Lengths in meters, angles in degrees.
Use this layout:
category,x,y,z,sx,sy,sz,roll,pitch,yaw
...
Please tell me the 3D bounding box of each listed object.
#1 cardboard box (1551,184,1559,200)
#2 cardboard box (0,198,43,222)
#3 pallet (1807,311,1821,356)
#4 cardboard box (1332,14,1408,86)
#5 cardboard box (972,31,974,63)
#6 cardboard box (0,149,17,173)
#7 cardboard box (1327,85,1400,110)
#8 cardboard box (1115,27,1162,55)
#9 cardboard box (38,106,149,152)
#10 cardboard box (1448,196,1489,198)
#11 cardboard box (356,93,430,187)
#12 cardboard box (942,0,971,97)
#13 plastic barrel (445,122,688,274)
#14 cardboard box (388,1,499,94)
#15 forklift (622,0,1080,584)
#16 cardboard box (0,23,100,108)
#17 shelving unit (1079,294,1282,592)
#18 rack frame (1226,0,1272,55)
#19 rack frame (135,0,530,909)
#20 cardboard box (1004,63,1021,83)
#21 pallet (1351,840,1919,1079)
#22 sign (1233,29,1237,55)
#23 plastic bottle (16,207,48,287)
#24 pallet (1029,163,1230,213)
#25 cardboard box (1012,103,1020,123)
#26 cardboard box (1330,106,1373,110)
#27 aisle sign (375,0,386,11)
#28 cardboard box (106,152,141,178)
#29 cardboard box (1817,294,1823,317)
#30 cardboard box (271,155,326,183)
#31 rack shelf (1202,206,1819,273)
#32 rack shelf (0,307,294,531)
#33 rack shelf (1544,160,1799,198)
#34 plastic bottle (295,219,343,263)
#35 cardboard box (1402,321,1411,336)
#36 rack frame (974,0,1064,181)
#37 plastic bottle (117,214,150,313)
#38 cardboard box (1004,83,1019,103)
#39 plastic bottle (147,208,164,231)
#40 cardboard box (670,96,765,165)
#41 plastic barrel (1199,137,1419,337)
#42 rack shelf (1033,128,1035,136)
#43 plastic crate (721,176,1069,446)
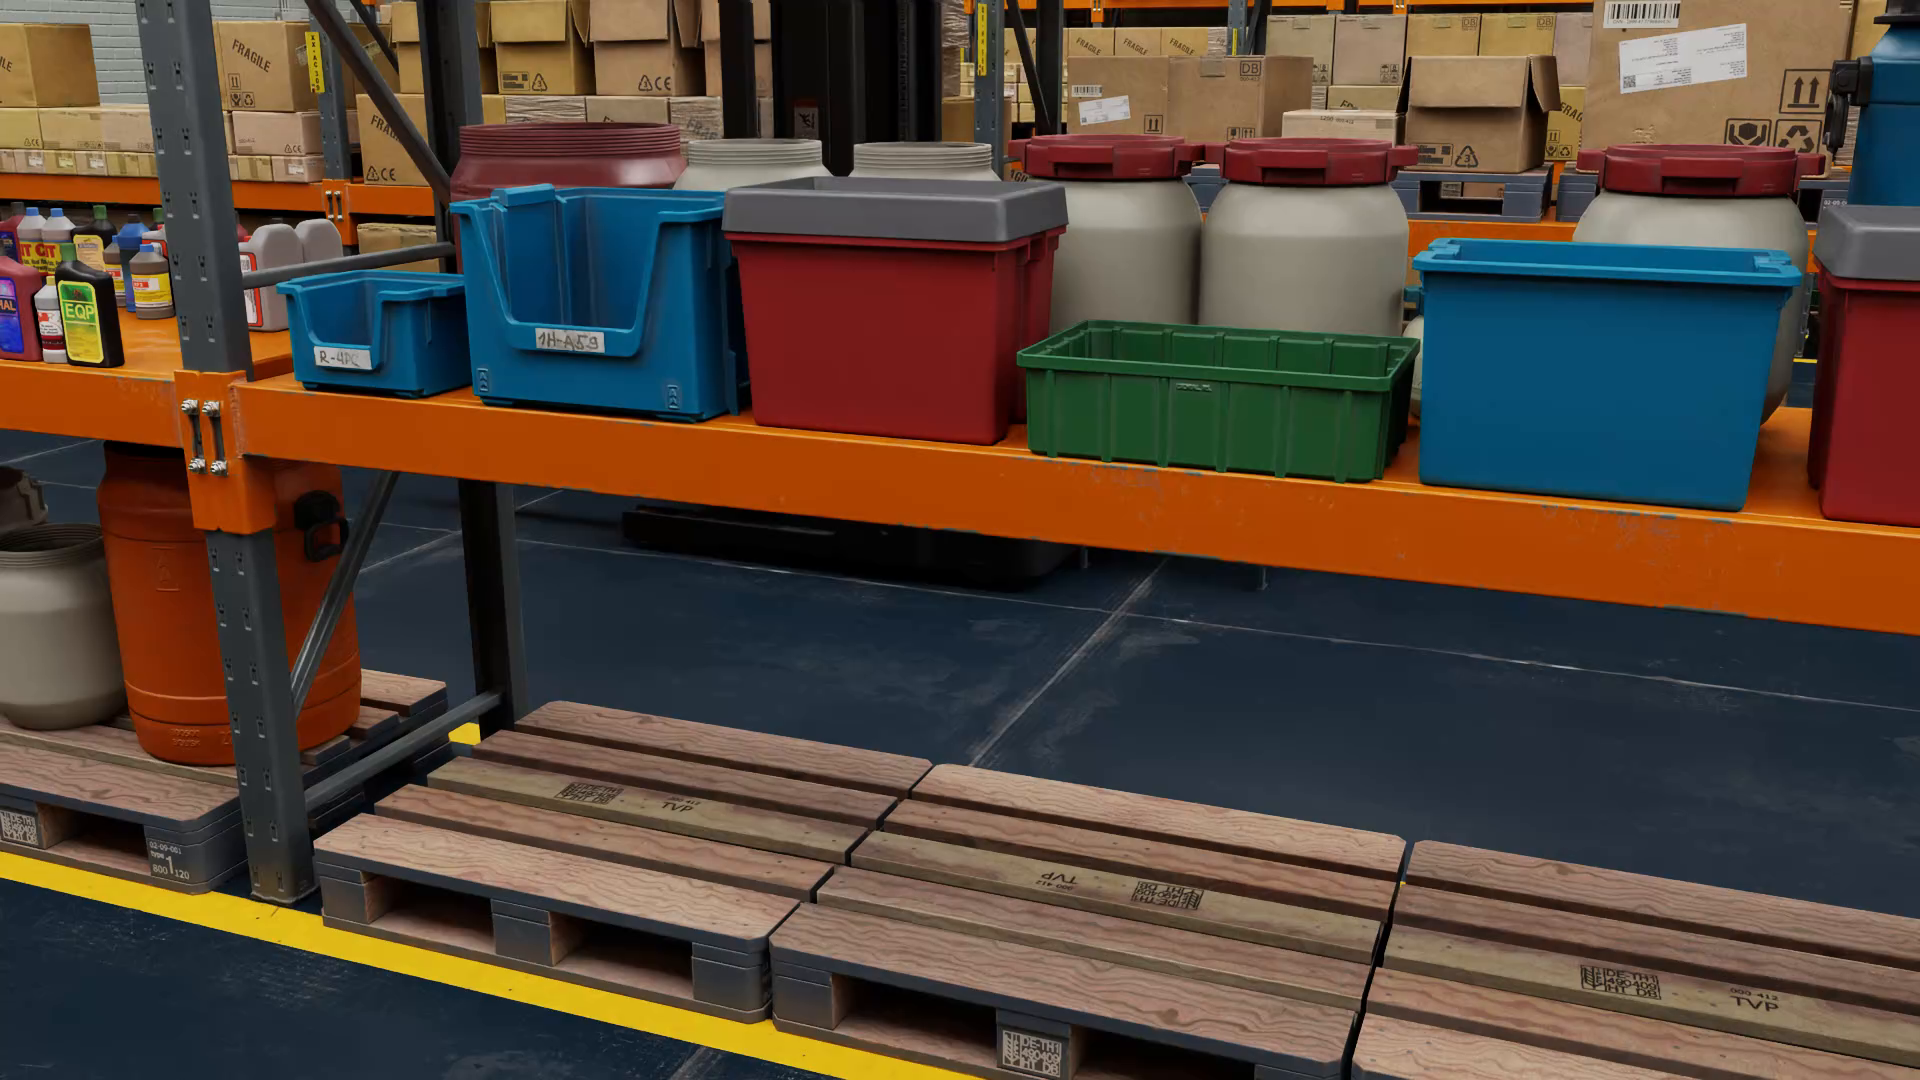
category,x,y,z,sx,sy,sz,roll,pitch,yaw
cardboard box,7.573,-4.678,21.413,0.625,0.625,0.875,6,17,18
cardboard box,-6.511,-1.915,11.446,0.875,0.875,0.875,6,17,21
pallet,6.620,-1.389,11.580,1.213,0.211,1.003,6,17,21
cardboard box,3.105,-3.664,12.442,0.500,0.500,0.700,6,17,20
cardboard box,-0.132,-5.579,19.037,0.500,0.500,0.500,6,17,21
cardboard box,-5.970,-2.431,10.617,0.250,0.149,0.380,6,17,20
cardboard box,3.013,-3.116,12.349,0.500,0.500,0.500,6,17,20
cardboard box,1.958,-5.200,17.731,0.500,0.500,0.500,6,17,20
cardboard box,-5.349,-2.574,10.395,0.500,0.250,0.500,6,17,20
cardboard box,5.154,-3.336,17.244,0.625,0.372,0.950,6,17,20
cardboard box,-3.078,-2.305,9.554,0.500,0.500,0.500,6,17,21
cardboard box,-0.368,-2.568,8.662,0.637,0.503,0.797,7,18,23
plastic barrel,-0.968,-0.771,4.207,0.708,0.536,0.600,6,17,21
cardboard box,-2.817,-2.835,9.581,0.637,0.503,0.797,6,17,19
forklift,-0.884,-1.484,7.028,3.031,2.935,1.130,7,18,22
cardboard box,-5.839,-2.987,10.474,0.500,0.500,0.500,6,17,19
shelving unit,0.911,-0.611,6.589,0.755,1.500,0.431,7,18,22
rack frame,2.220,-3.236,12.939,0.127,3.000,1.000,6,17,21
rack frame,-1.511,-0.675,4.119,0.127,3.000,1.000,6,17,21
cardboard box,0.394,-3.666,13.053,0.250,0.149,0.380,7,18,23
pallet,1.465,1.003,3.340,1.213,0.211,1.003,6,17,21
sign,2.030,-3.612,12.300,0.005,0.325,0.100,6,17,21
plastic bottle,-2.752,-0.855,4.969,0.097,0.271,0.097,0,16,0
pallet,1.009,-1.822,8.414,1.003,0.211,1.213,6,17,21
cardboard box,0.402,-3.381,13.135,0.250,0.149,0.380,7,18,22
cardboard box,1.957,-1.996,8.157,0.258,0.266,0.396,6,17,19
aisle sign,-5.400,-5.232,15.153,0.004,0.787,0.394,6,17,21
cardboard box,-5.014,-2.326,10.255,0.250,0.149,0.380,6,17,20
cardboard box,6.501,-1.925,11.483,0.875,0.875,0.875,7,17,21
cardboard box,-3.818,-2.194,9.803,0.250,0.149,0.380,6,17,21
rack shelf,2.167,-1.410,7.939,4.000,0.370,1.077,6,17,21
rack shelf,-3.371,-0.534,4.924,4.000,0.370,1.077,6,17,21
rack shelf,4.081,-2.686,12.335,4.000,0.370,1.077,6,17,21
plastic bottle,-1.795,-0.744,4.577,0.135,0.276,0.152,6,17,21
cardboard box,1.988,-0.797,8.235,0.500,0.500,0.700,8,18,25
rack frame,0.307,-1.960,8.543,0.127,3.000,1.000,6,17,21
plastic bottle,-2.345,-0.792,4.752,0.097,0.271,0.097,0,16,0
cardboard box,0.393,-3.523,13.094,0.250,0.149,0.380,7,18,22
plastic bottle,-2.333,-0.820,4.827,0.133,0.283,0.061,6,17,21
cardboard box,-1.189,-2.099,8.843,0.500,0.500,0.500,6,17,19
plastic barrel,0.718,-0.561,3.482,0.433,0.535,0.433,0,16,0
rack shelf,2.082,-4.389,18.202,4.000,0.370,1.077,6,17,21
plastic crate,-0.120,-0.461,3.267,0.583,0.464,0.402,6,17,21
